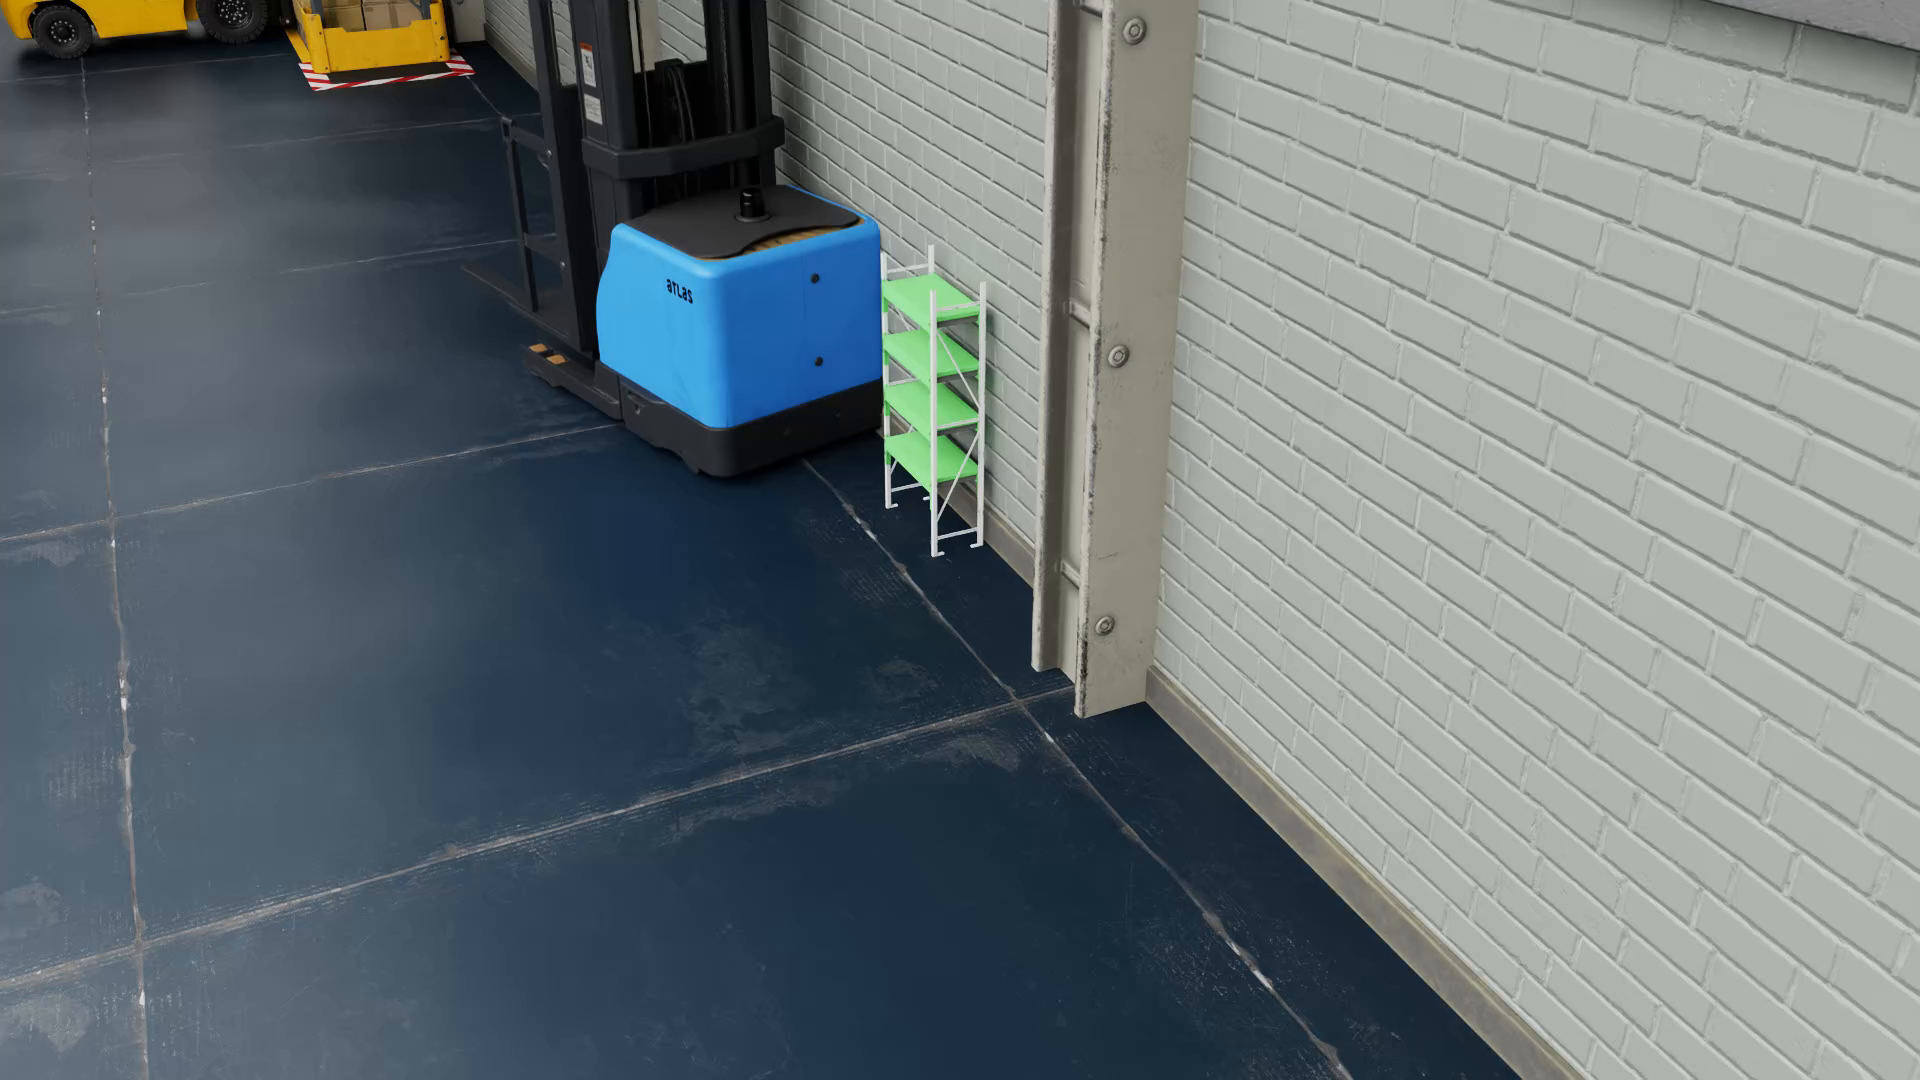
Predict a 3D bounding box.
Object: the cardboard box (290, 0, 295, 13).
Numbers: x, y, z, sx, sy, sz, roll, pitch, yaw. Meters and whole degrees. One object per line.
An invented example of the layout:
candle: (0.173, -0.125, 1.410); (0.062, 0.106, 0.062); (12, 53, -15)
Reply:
cardboard box: (-6.069, -5.147, 15.745); (0.500, 0.250, 0.500); (-13, 32, -21)

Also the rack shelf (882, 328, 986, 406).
rack shelf: (-0.114, -0.740, 6.982); (0.258, 0.148, 0.480); (-13, 32, -23)

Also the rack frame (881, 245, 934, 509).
rack frame: (-0.221, -0.694, 7.259); (0.240, 1.200, 0.015); (-13, 32, -23)

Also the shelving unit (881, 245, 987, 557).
shelving unit: (-0.115, -0.586, 7.068); (0.258, 1.200, 0.503); (-13, 32, -23)

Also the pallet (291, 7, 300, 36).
pallet: (-6.056, -5.229, 16.359); (1.003, 0.211, 1.213); (-13, 32, -22)

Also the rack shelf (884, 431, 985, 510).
rack shelf: (-0.116, -0.321, 7.216); (0.258, 0.148, 0.480); (-13, 32, -23)

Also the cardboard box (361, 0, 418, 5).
cardboard box: (-5.185, -5.031, 15.026); (0.500, 0.250, 0.500); (-12, 32, -21)

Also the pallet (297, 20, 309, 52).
pallet: (-5.537, -4.691, 15.399); (1.003, 0.211, 1.213); (-13, 32, -22)

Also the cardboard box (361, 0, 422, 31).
cardboard box: (-5.205, -4.820, 15.160); (0.500, 0.250, 0.500); (-13, 32, -22)

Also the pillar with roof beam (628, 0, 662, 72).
pillar with roof beam: (-5.968, -5.137, 7.210); (9.100, 9.000, 0.400); (-13, 32, -22)

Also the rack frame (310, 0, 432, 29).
rack frame: (-5.171, -5.578, 14.130); (1.000, 3.000, 0.127); (-13, 32, -22)

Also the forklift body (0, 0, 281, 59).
forklift body: (-7.632, -5.662, 15.149); (2.313, 2.155, 1.214); (-13, 32, -22)

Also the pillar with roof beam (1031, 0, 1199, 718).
pillar with roof beam: (-3.392, -2.487, 2.484); (9.100, 9.000, 0.400); (-13, 32, -22)

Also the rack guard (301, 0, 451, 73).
rack guard: (-5.160, -4.477, 14.723); (1.175, 0.500, 0.348); (-13, 32, -22)

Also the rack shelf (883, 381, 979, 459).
rack shelf: (-0.115, -0.531, 7.099); (0.258, 0.148, 0.480); (-13, 32, -23)

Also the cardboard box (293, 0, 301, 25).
cardboard box: (-5.863, -4.925, 15.347); (0.500, 0.250, 0.500); (-13, 32, -22)

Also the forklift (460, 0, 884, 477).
forklift: (-1.668, -2.215, 8.203); (1.130, 2.935, 3.031); (-22, 36, -34)

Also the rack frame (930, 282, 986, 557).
rack frame: (-0.008, -0.479, 6.876); (0.240, 1.200, 0.015); (-13, 32, -23)

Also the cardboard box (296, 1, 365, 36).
cardboard box: (-5.658, -4.703, 14.952); (0.500, 0.250, 0.500); (-13, 32, -22)

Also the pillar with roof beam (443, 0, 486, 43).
pillar with roof beam: (-8.544, -7.787, 11.937); (9.100, 9.000, 0.400); (-13, 32, -22)

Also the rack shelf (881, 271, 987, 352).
rack shelf: (-0.113, -0.950, 6.865); (0.258, 0.148, 0.480); (-13, 32, -23)

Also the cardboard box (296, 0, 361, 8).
cardboard box: (-5.662, -4.929, 14.844); (0.500, 0.250, 0.500); (-14, 32, -23)
